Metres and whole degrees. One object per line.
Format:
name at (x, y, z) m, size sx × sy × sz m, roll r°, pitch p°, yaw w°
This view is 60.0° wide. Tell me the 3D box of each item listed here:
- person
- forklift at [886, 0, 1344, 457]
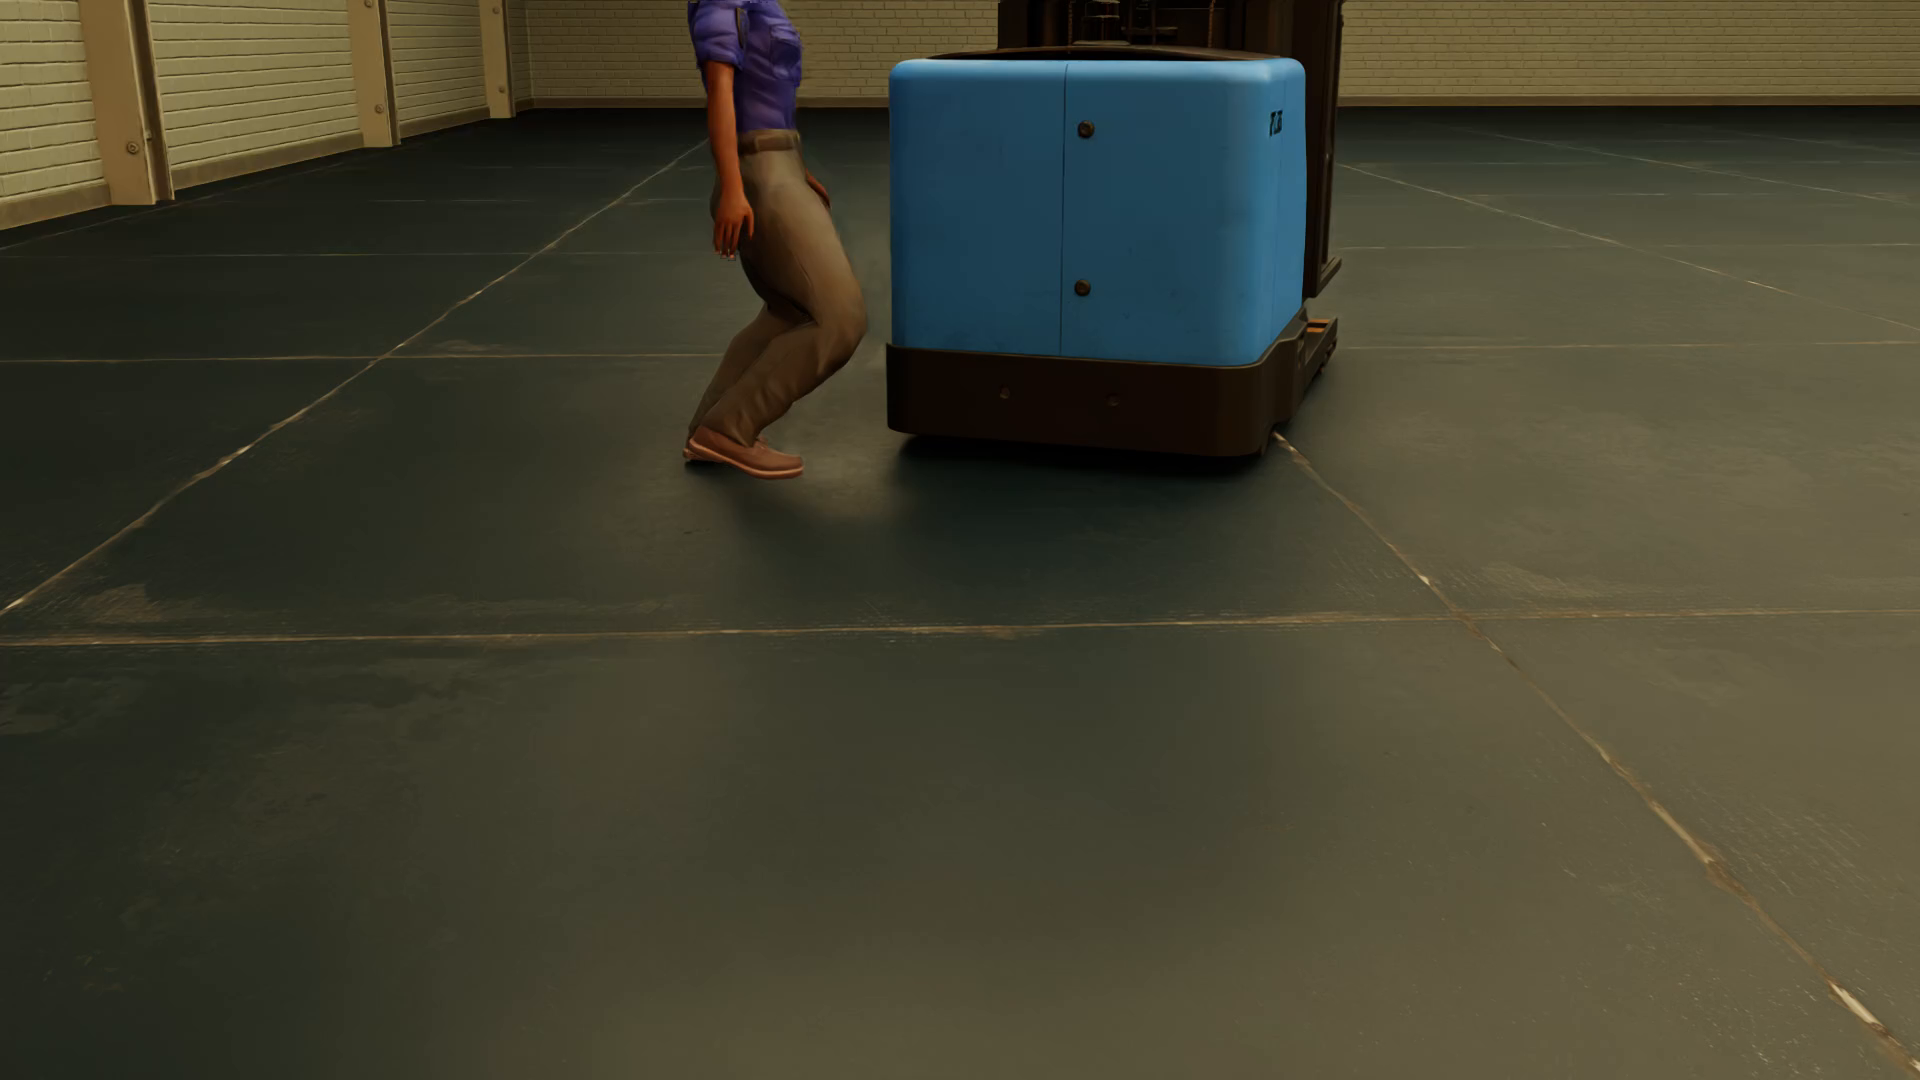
person at (-0.496, -0.894, 4.217) m, size 0.540 × 1.566 × 0.835 m, roll 0°, pitch 17°, yaw -1°
forklift at (0.733, -2.012, 5.484) m, size 1.130 × 2.935 × 3.031 m, roll 5°, pitch 18°, yaw 17°
